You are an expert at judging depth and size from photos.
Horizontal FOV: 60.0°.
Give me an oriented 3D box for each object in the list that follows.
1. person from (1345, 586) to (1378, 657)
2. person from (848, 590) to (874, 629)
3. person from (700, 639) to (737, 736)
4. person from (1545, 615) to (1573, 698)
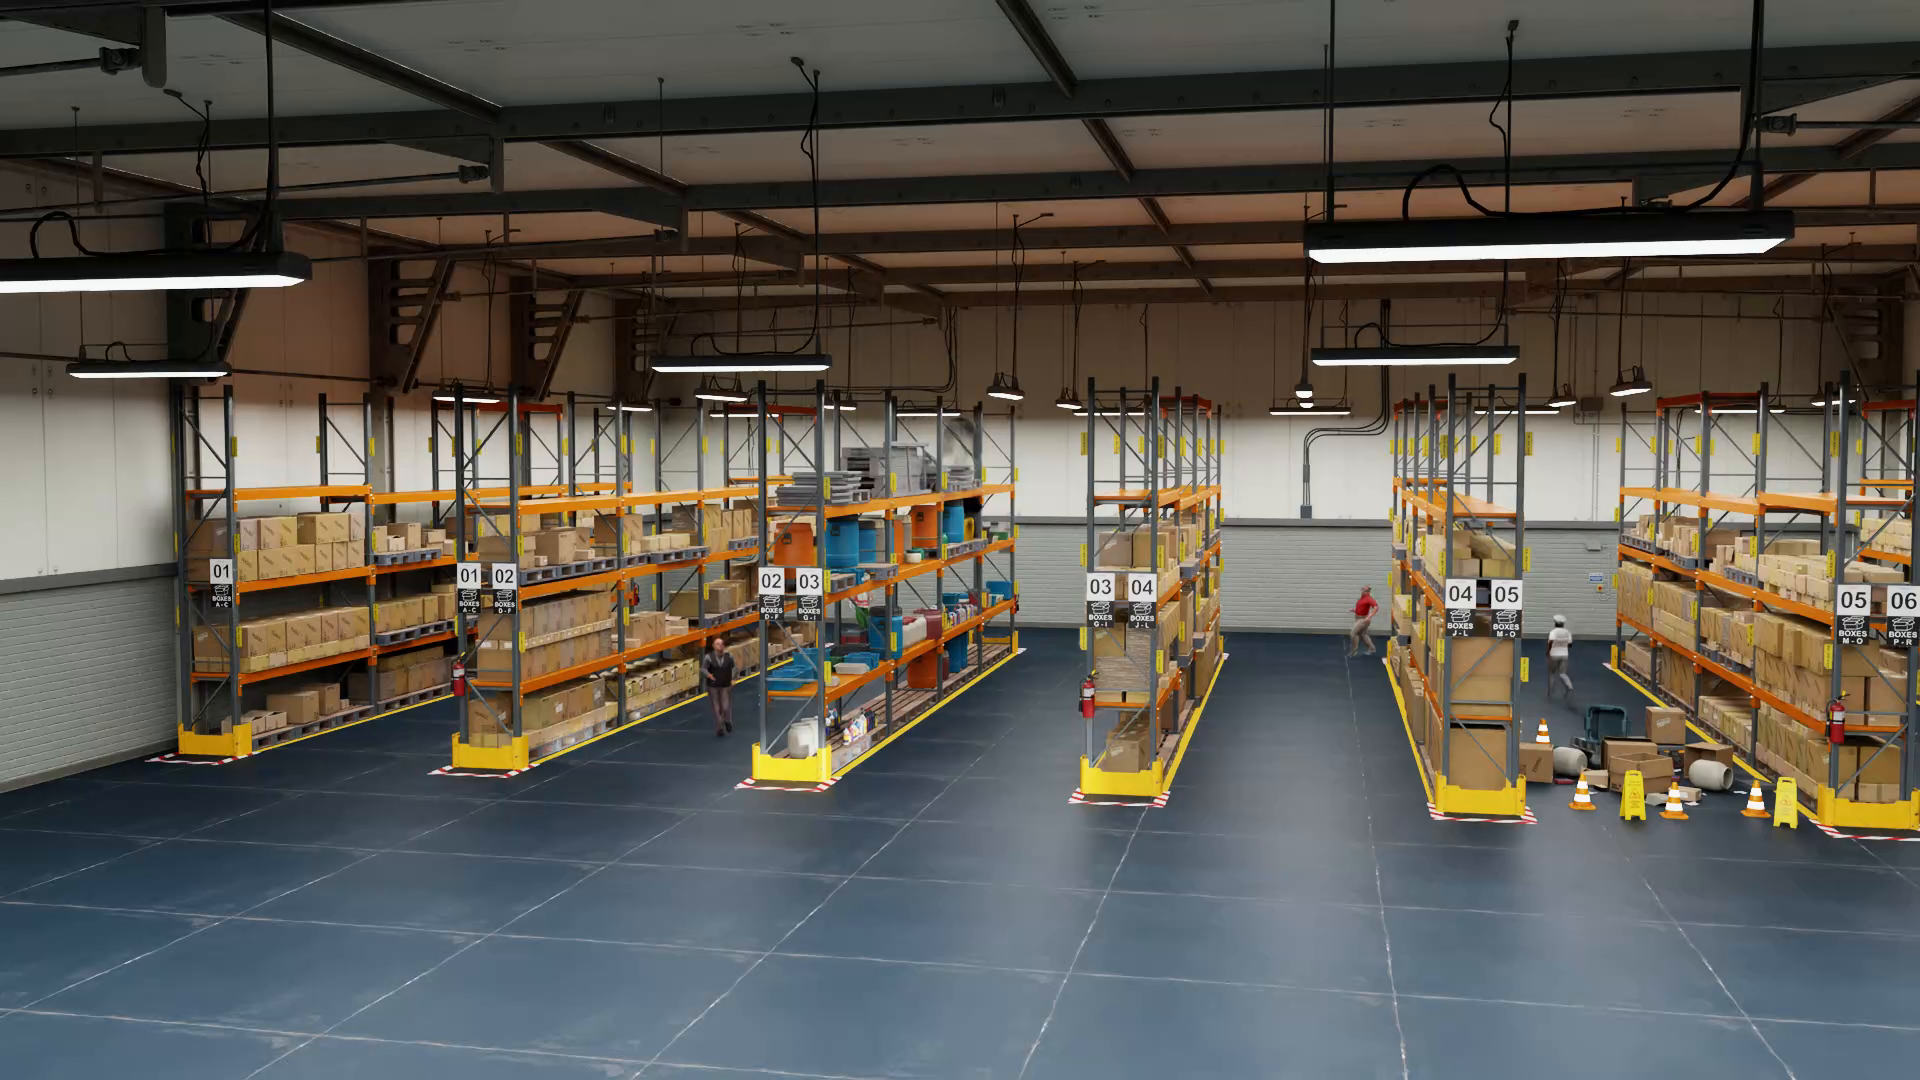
[{"bbox_3d":[9.562,1.963,39.531,0.778,1.765,0.715,0,3,2],"label":"person"},{"bbox_3d":[-2.525,1.735,42.548,0.660,1.763,0.841,-1,3,-19],"label":"person"},{"bbox_3d":[-4.153,2.548,28.700,0.646,1.686,0.583,-1,3,-13],"label":"person"},{"bbox_3d":[11.776,2.315,32.726,0.579,1.688,0.913,0,3,-6],"label":"person"}]
